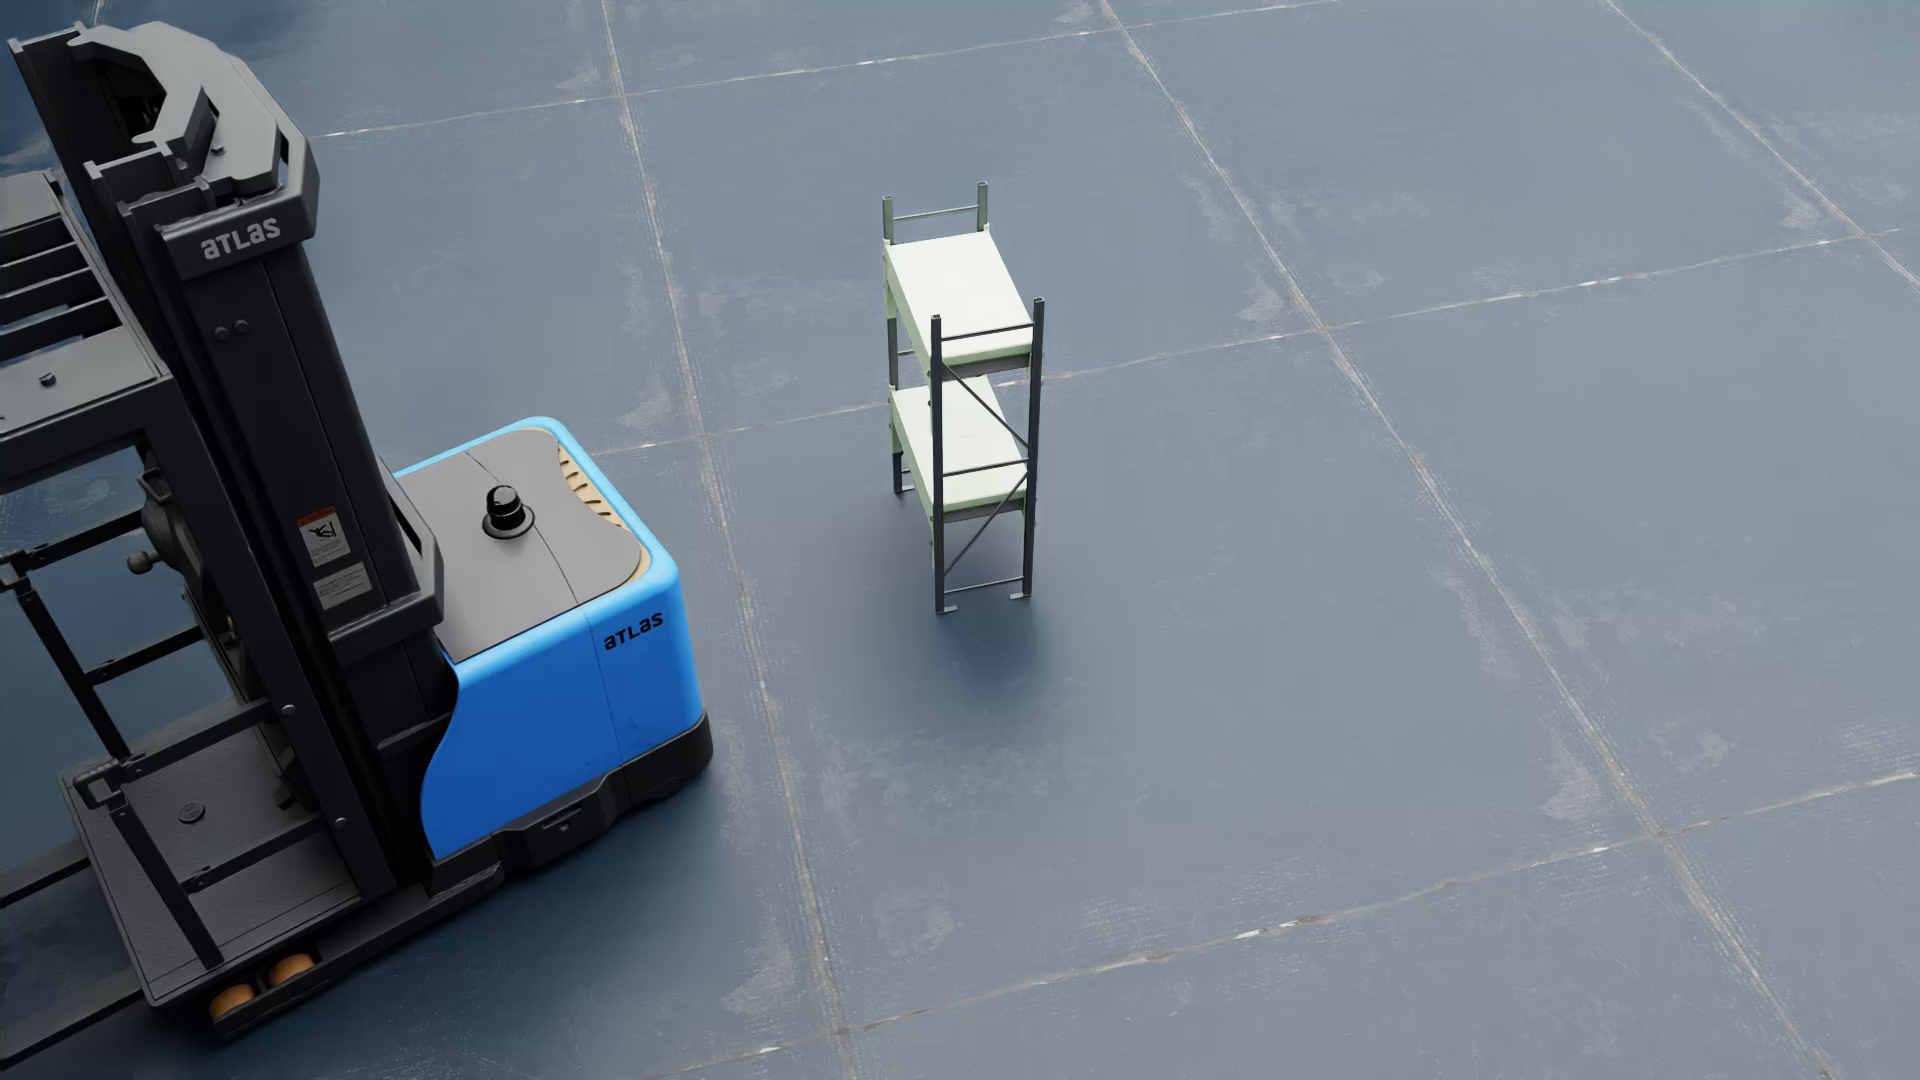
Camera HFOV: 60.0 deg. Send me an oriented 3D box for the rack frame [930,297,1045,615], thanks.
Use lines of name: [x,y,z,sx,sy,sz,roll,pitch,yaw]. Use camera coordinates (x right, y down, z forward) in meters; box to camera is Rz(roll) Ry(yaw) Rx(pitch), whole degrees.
rack frame: [0.095,-0.268,6.213,0.400,1.500,0.023,-11,47,-10]

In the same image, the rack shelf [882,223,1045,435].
rack shelf: [0.002,-0.793,6.182,0.431,0.370,0.720,-11,47,-10]

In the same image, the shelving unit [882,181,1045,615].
shelving unit: [0.002,-0.520,6.461,0.431,1.500,0.755,-11,47,-10]

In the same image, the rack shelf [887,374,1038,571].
rack shelf: [0.002,-0.292,6.693,0.431,0.370,0.720,-11,47,-10]

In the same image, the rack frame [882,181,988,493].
rack frame: [-0.092,-0.773,6.708,0.400,1.500,0.023,-11,47,-10]

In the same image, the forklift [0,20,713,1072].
forklift: [-2.405,0.149,4.803,3.031,2.935,1.130,-27,51,-24]
